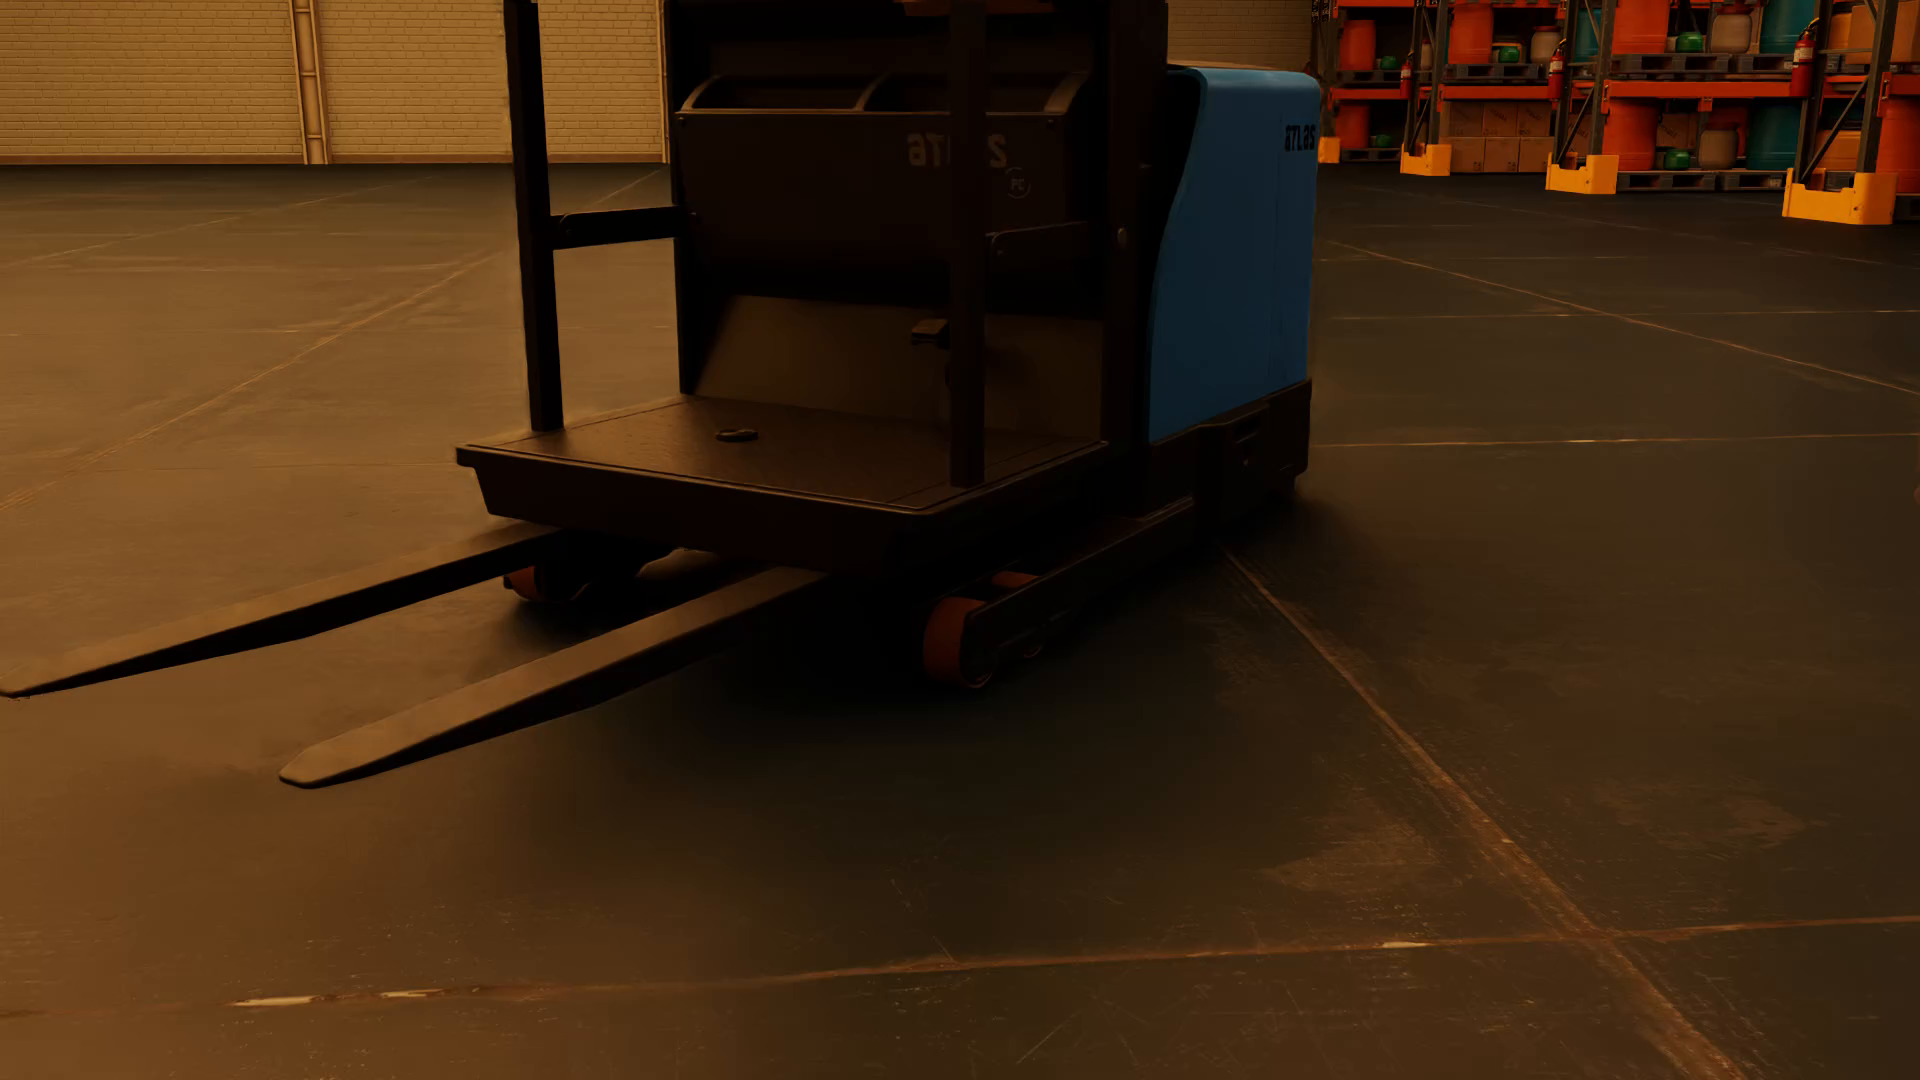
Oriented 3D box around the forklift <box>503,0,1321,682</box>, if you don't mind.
[{"bbox_3d":[-0.277,-1.286,3.063,1.130,2.935,3.031,9,17,30],"label":"forklift"}]
